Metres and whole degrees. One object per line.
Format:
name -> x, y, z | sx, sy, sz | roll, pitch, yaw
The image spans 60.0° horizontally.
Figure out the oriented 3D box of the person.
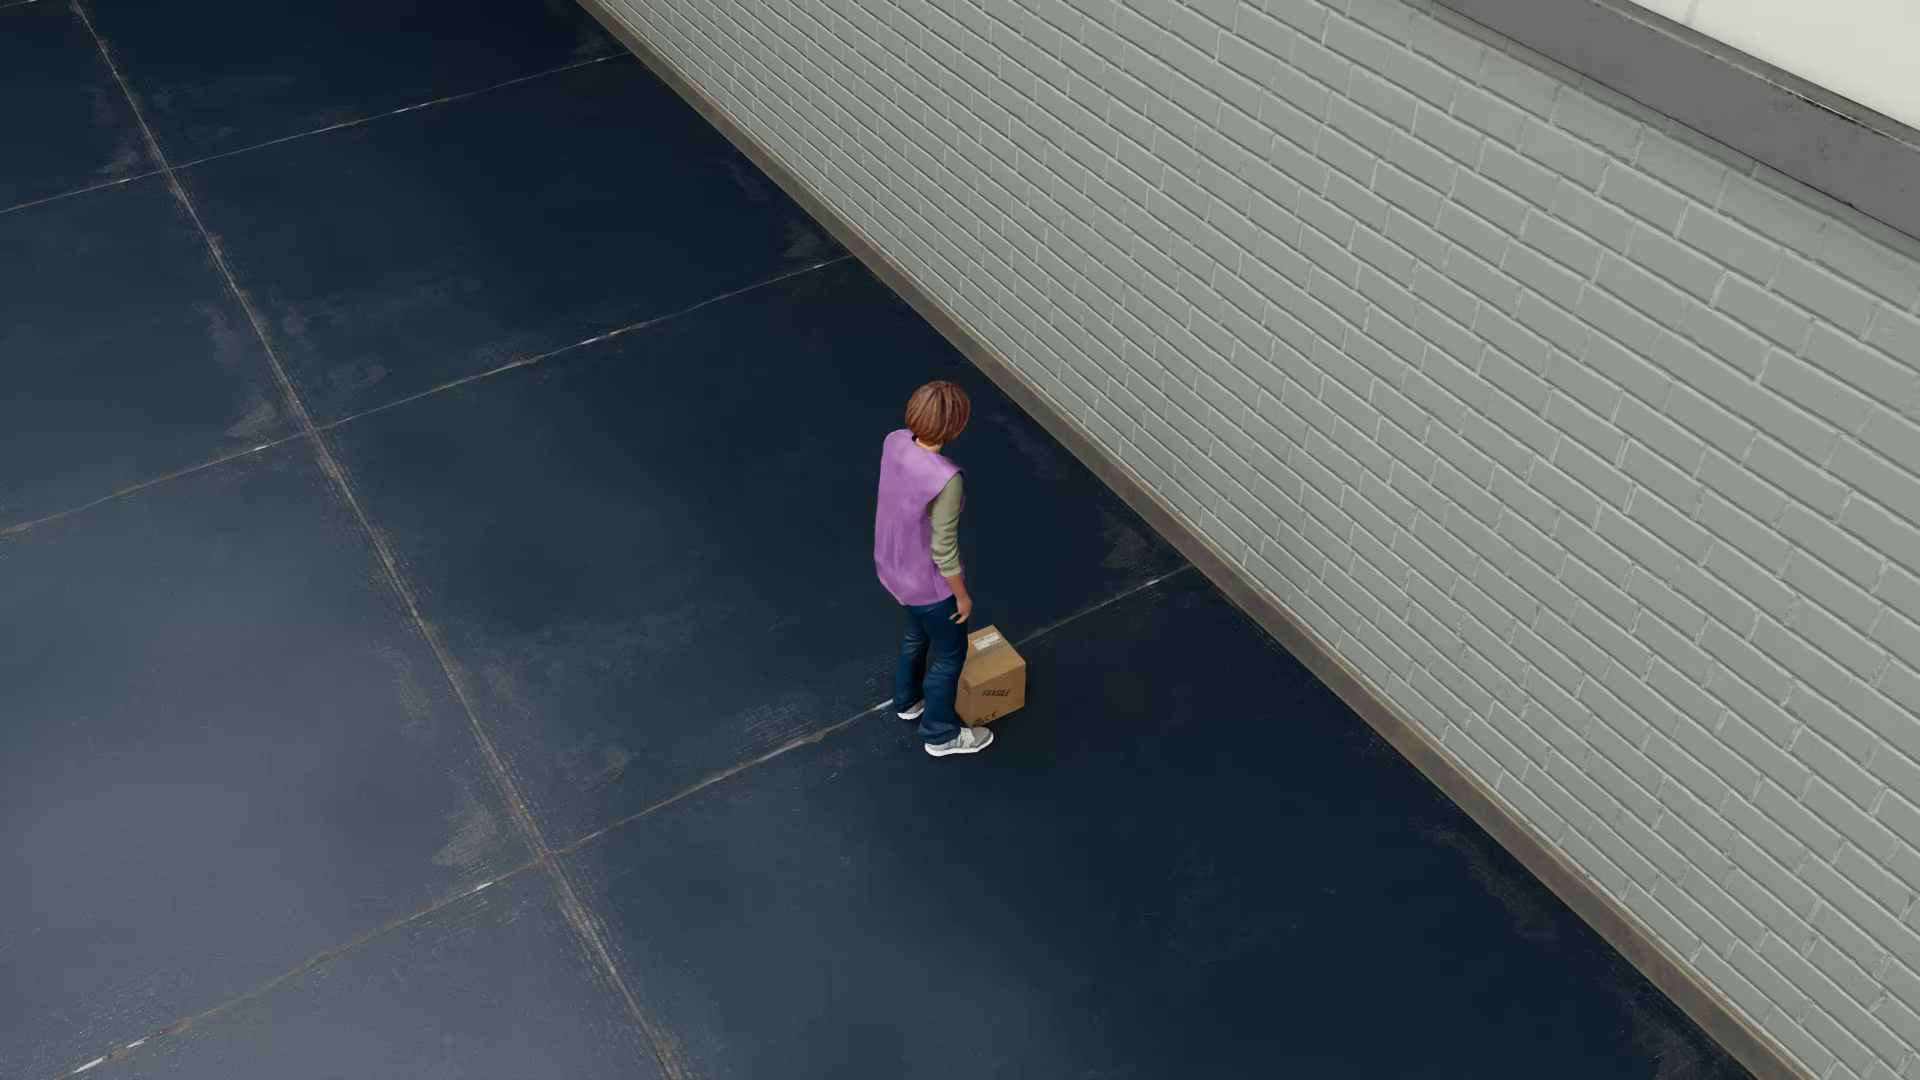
person -> -0.116, 0.124, 6.036 | 0.346, 1.580, 0.474 | -23, 46, -24
